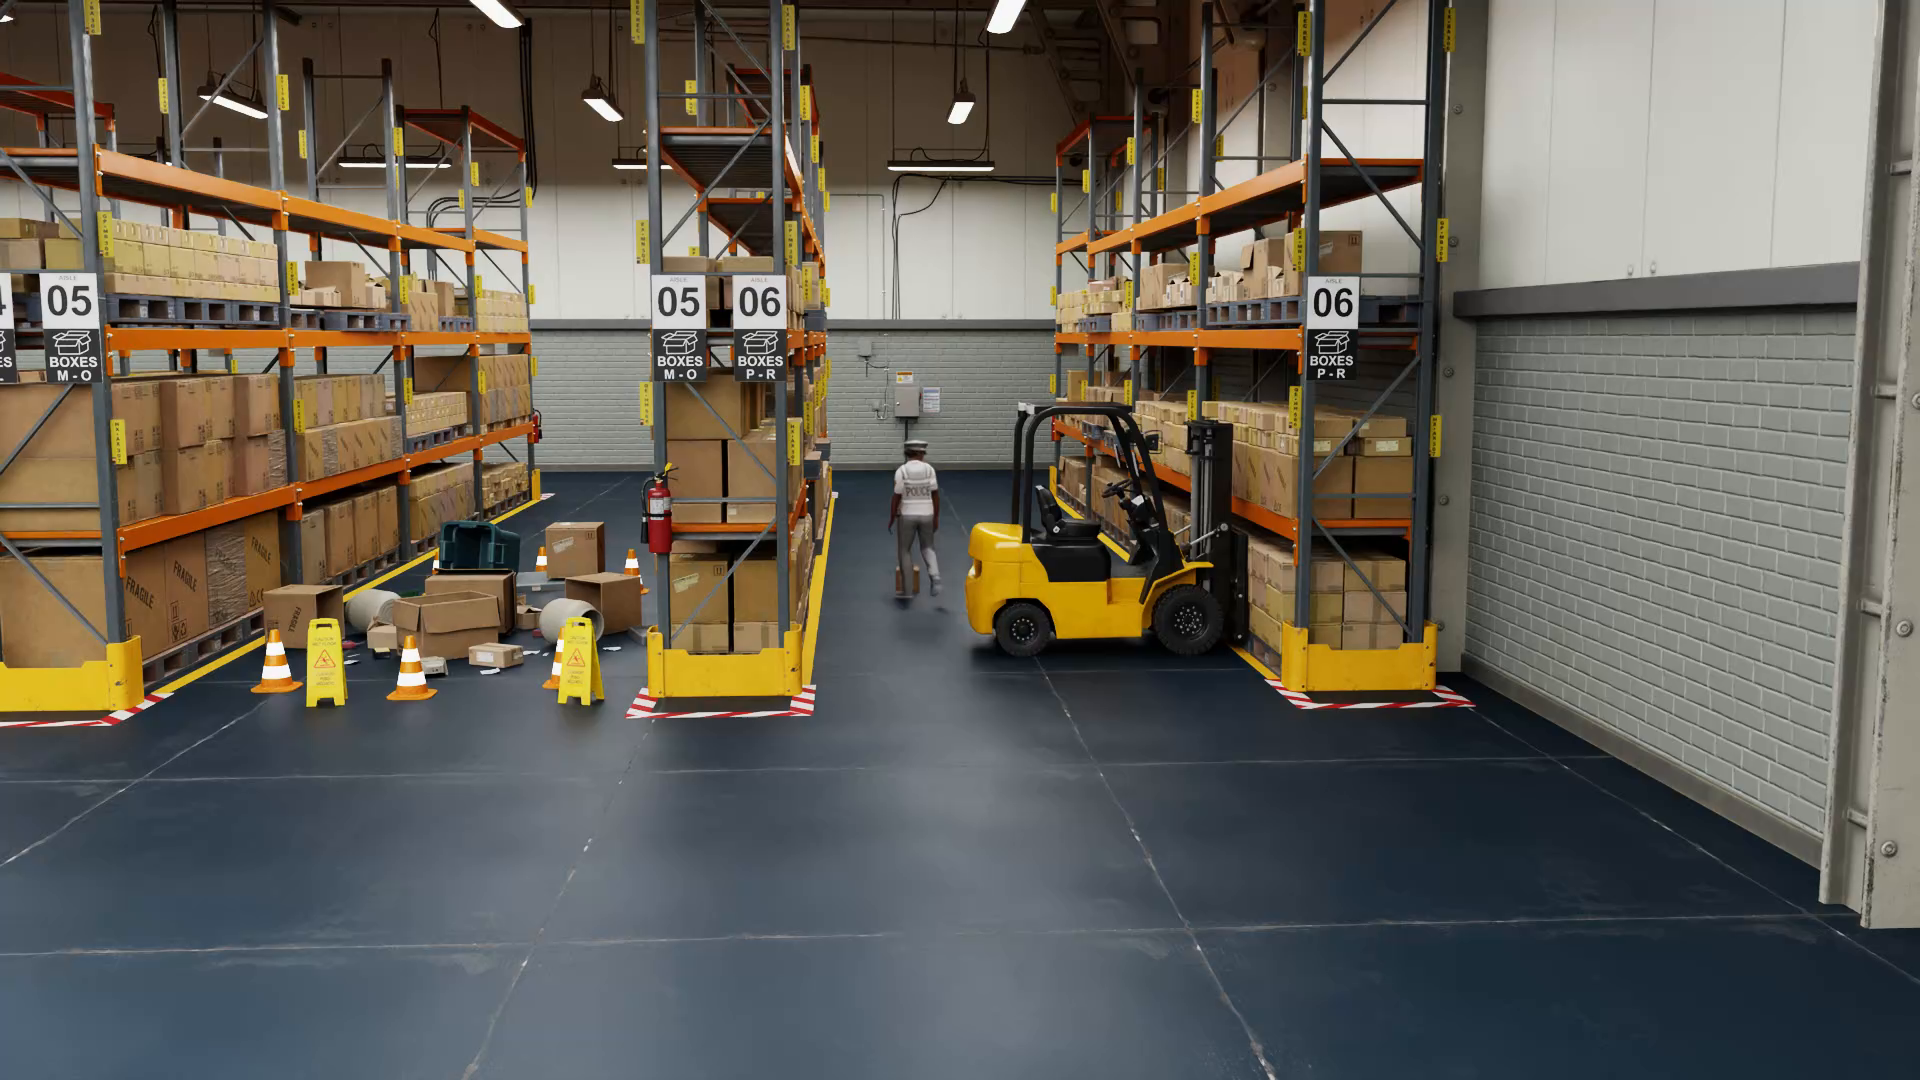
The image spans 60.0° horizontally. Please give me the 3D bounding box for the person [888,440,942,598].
[{"bbox_3d":[-0.461,-0.206,17.281,0.500,1.655,0.498,-3,8,-23],"label":"person"}]
